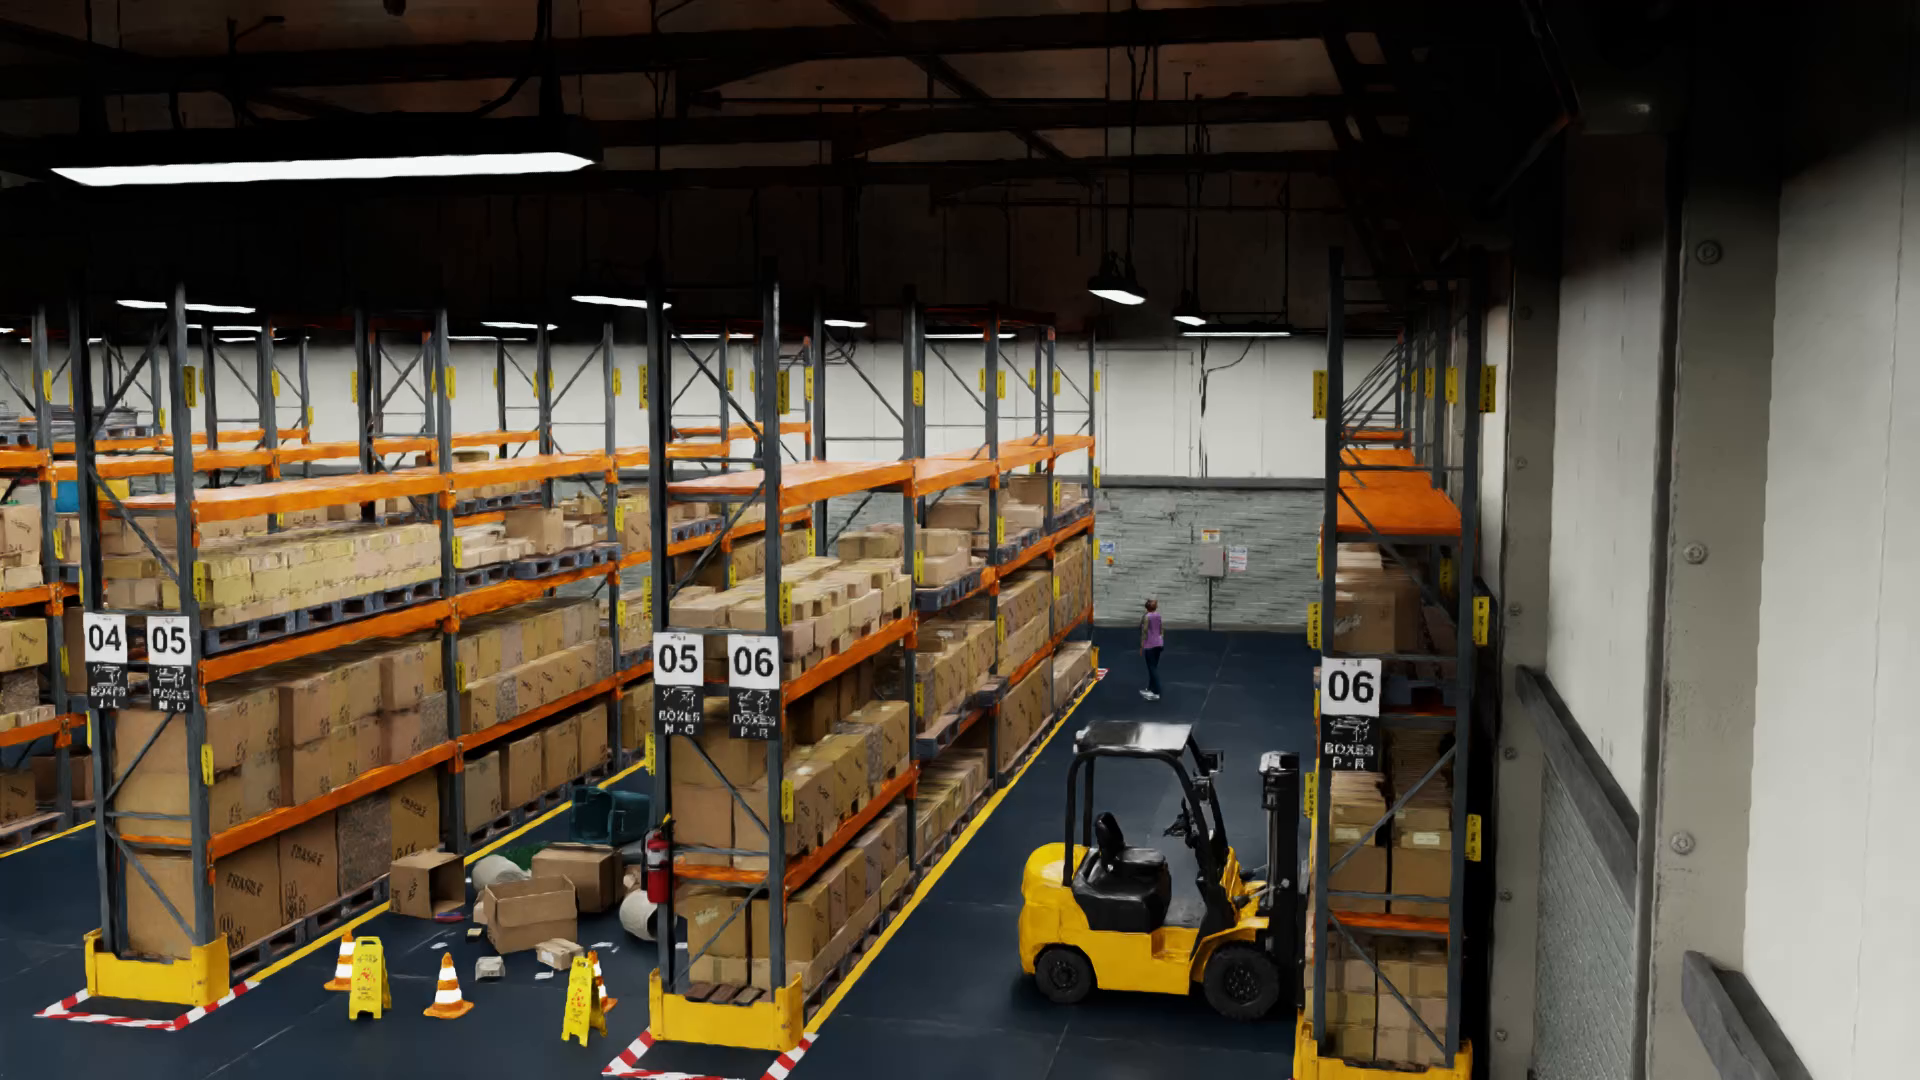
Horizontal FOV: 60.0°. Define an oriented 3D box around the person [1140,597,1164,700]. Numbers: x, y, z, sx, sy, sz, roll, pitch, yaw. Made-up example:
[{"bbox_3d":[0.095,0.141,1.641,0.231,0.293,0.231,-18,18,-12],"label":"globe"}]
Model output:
[{"bbox_3d":[3.021,1.700,26.313,0.527,1.592,0.522,5,8,42],"label":"person"}]
